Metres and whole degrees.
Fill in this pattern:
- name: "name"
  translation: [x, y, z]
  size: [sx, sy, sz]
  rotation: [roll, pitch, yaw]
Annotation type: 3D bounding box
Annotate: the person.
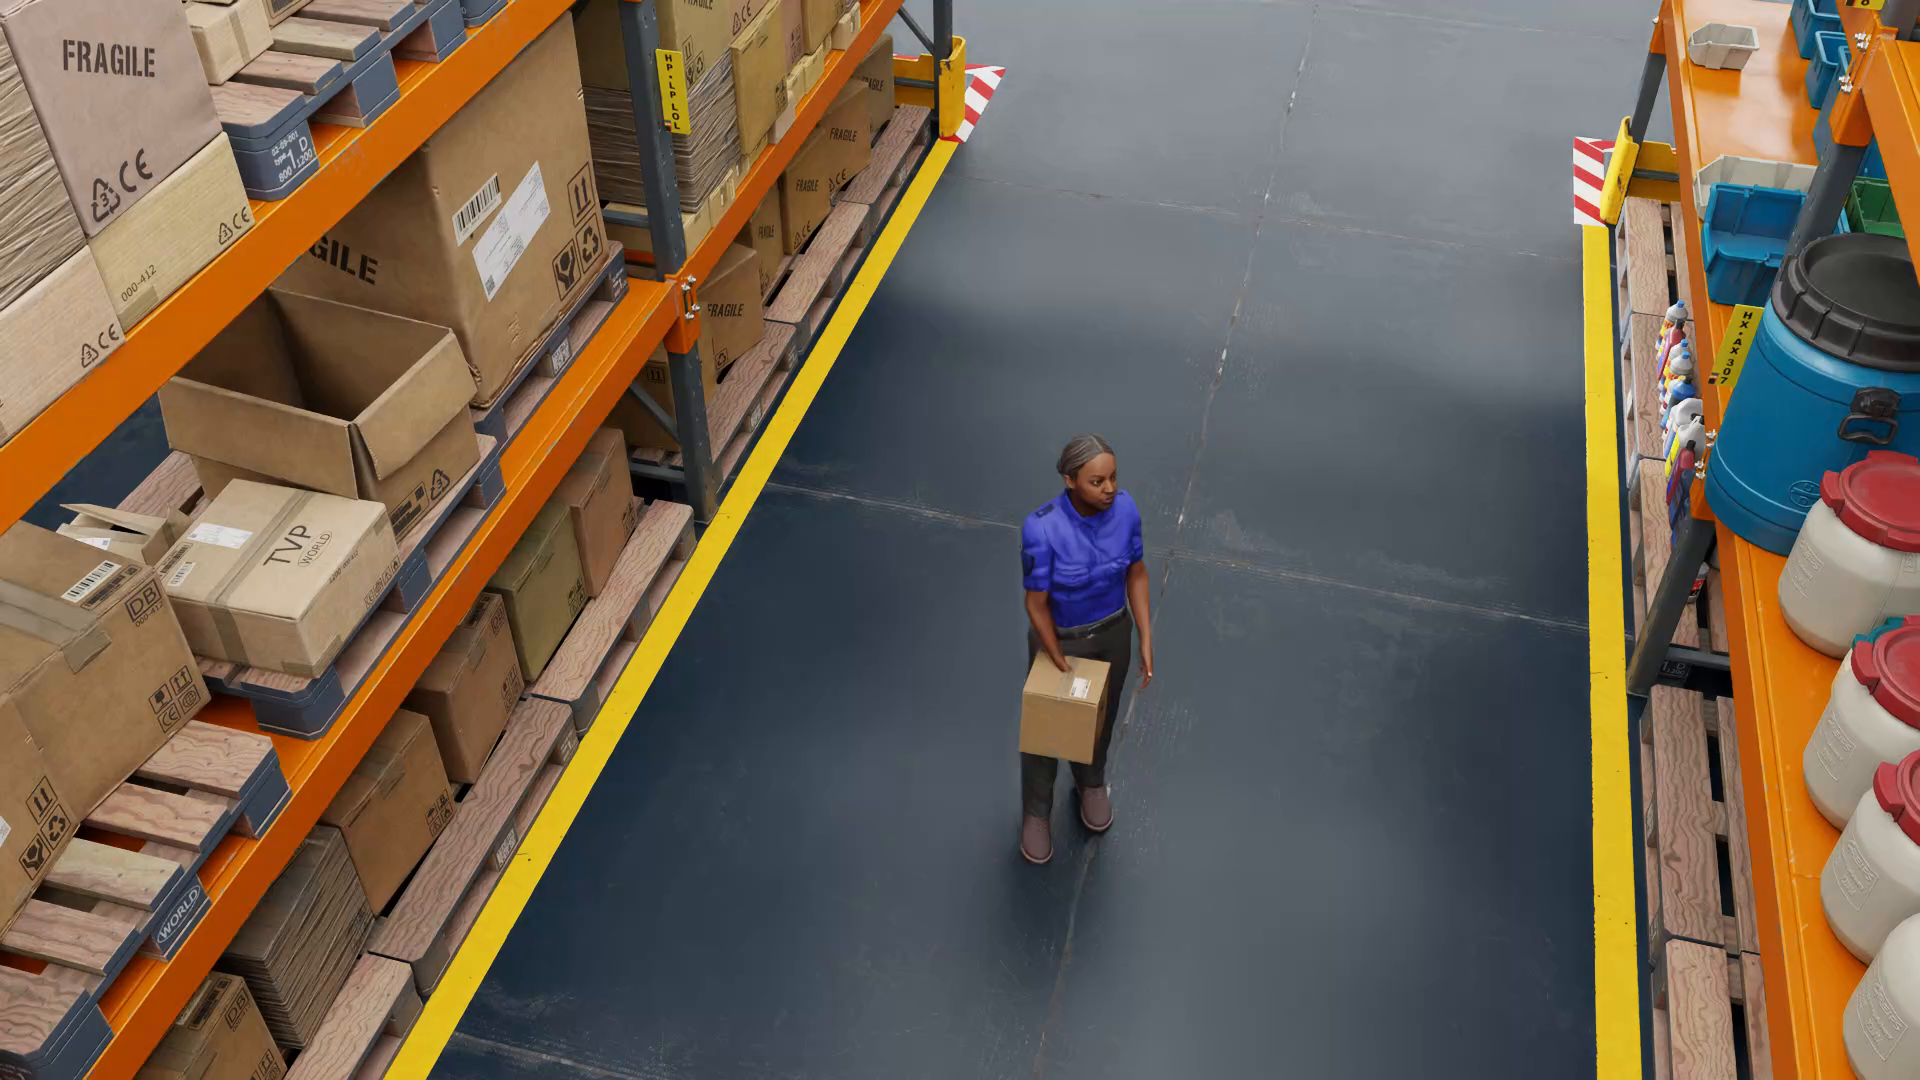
- name: "person"
  translation: [0.412, 0.385, 5.713]
  size: [0.534, 1.662, 0.450]
  rotation: [-19, 45, -20]
